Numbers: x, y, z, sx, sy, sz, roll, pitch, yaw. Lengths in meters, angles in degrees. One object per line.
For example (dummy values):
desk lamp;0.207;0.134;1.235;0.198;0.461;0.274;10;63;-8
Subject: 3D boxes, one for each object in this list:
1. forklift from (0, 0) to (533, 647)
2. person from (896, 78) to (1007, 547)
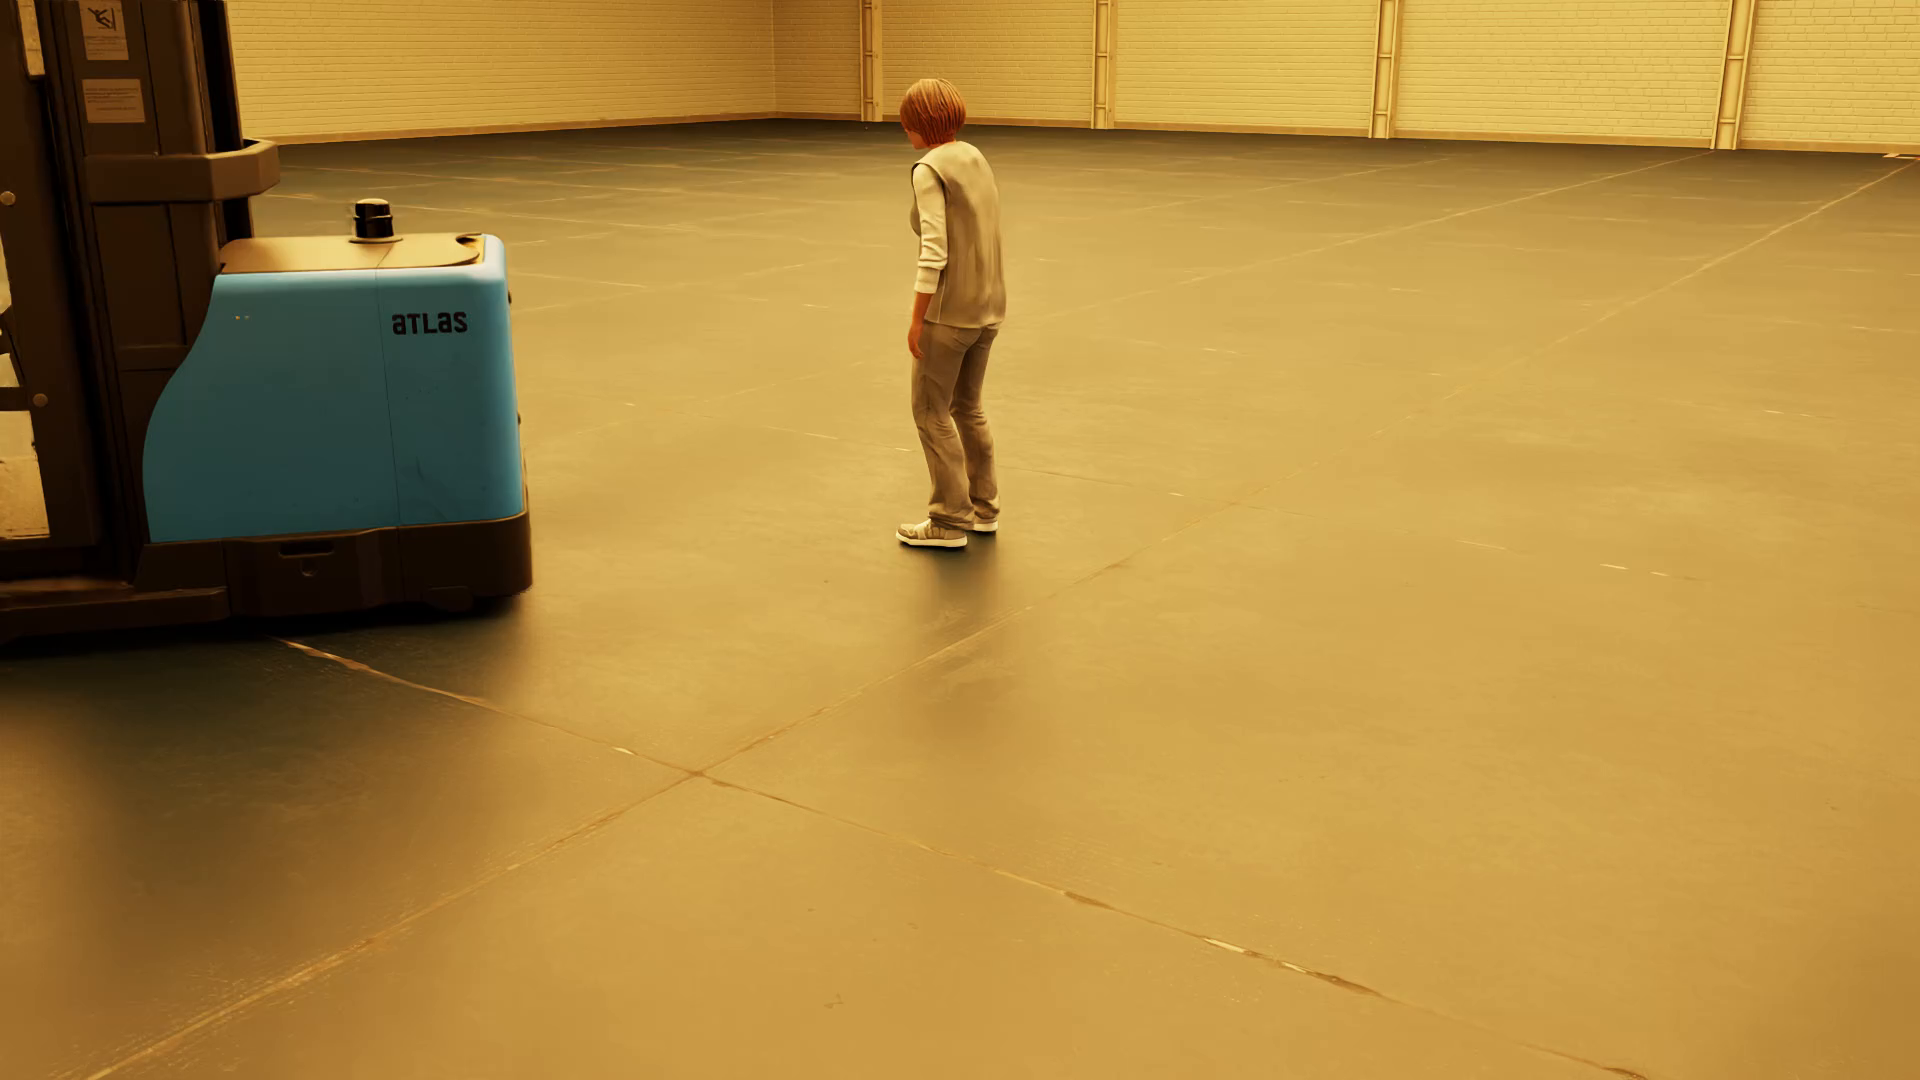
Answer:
forklift;-2.920;-1.205;4.862;3.031;2.935;1.130;-4;17;-14
person;-0.023;-0.763;5.724;0.345;1.592;0.481;10;19;30
